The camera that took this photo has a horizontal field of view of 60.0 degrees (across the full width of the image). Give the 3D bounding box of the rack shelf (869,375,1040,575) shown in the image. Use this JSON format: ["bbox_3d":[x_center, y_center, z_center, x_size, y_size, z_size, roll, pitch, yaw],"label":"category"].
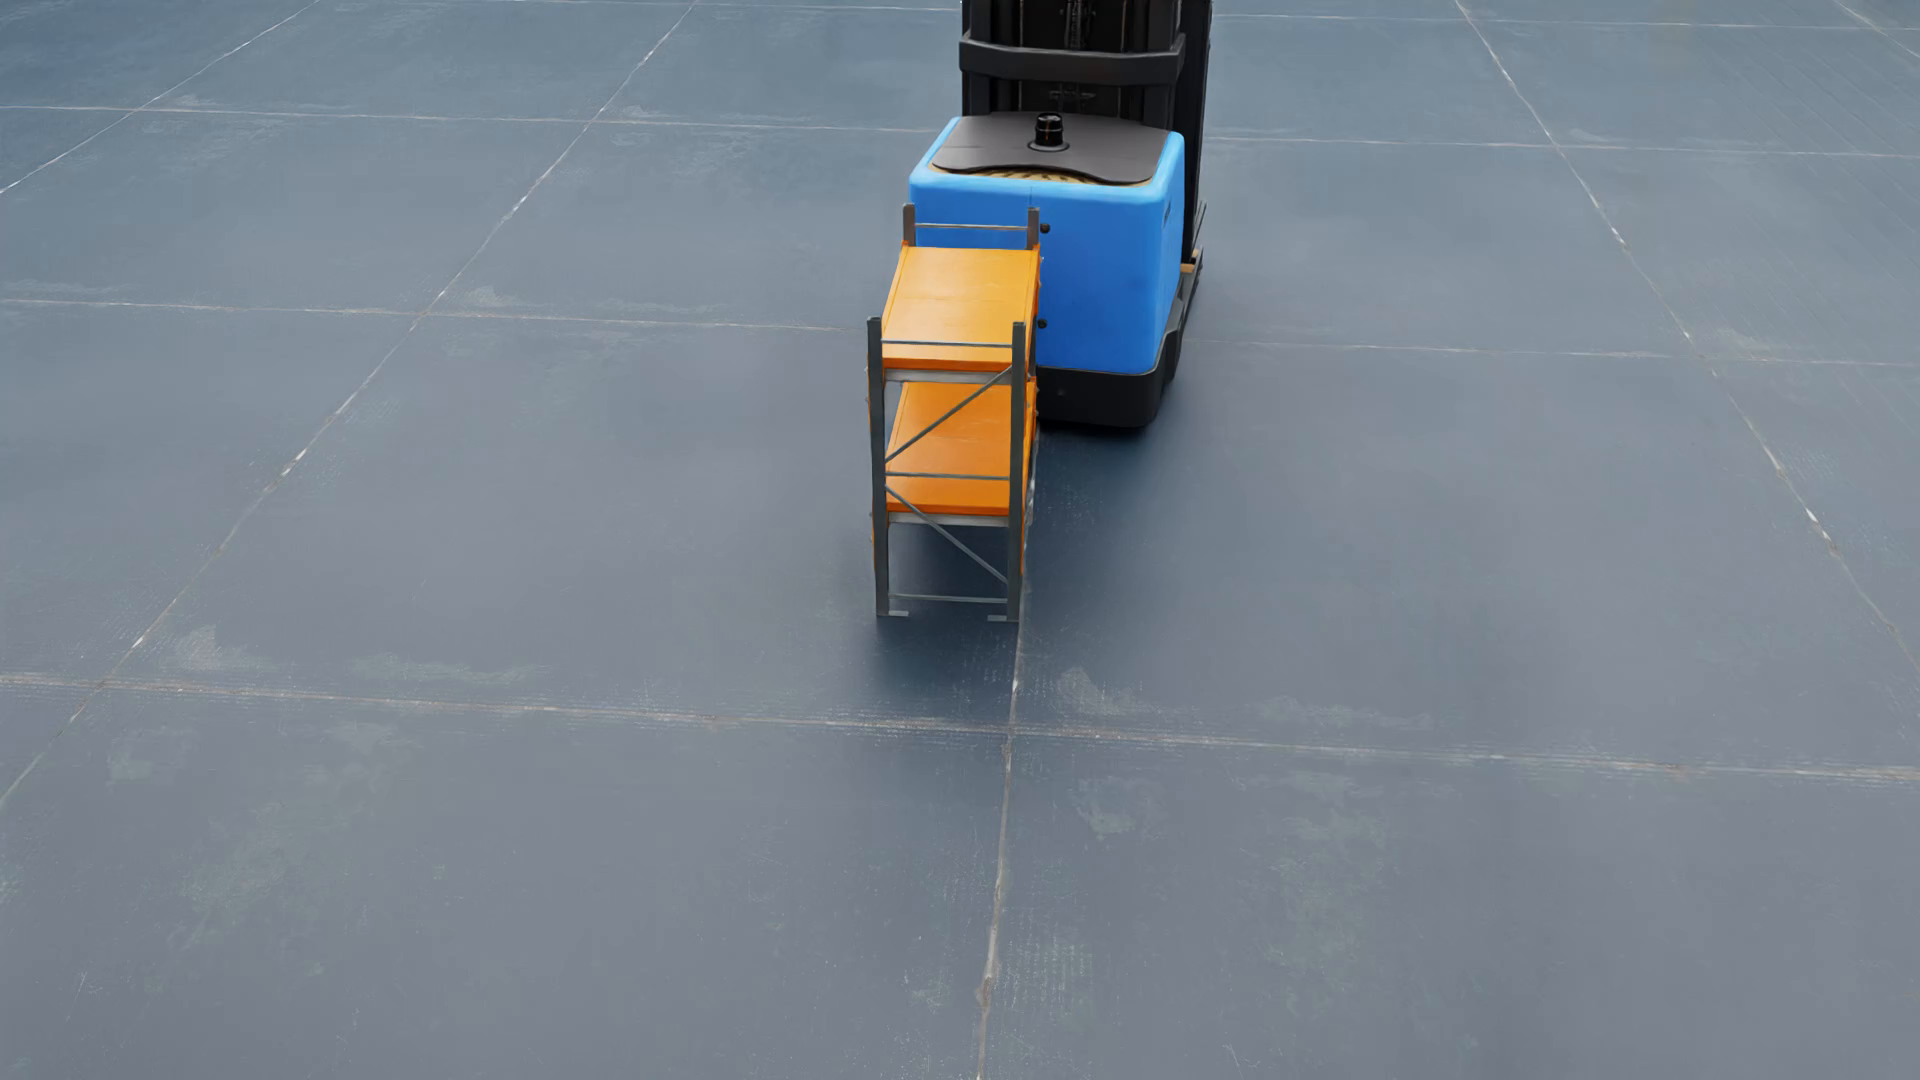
[{"bbox_3d":[-0.001,-0.267,6.077,0.538,0.278,1.000,2,32,4],"label":"rack shelf"}]

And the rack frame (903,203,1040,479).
[{"bbox_3d":[0.041,-0.741,6.380,0.500,1.125,0.032,2,32,4],"label":"rack frame"}]

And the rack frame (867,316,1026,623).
[{"bbox_3d":[-0.042,-0.210,5.518,0.500,1.125,0.032,2,32,4],"label":"rack frame"}]

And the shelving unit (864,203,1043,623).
[{"bbox_3d":[-0.001,-0.475,5.949,0.538,1.125,1.048,2,32,4],"label":"shelving unit"}]

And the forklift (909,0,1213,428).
[{"bbox_3d":[0.605,-2.474,7.471,1.130,2.935,3.031,7,32,11],"label":"forklift"}]

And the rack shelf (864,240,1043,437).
[{"bbox_3d":[-0.001,-0.725,5.796,0.538,0.278,1.000,2,32,4],"label":"rack shelf"}]
